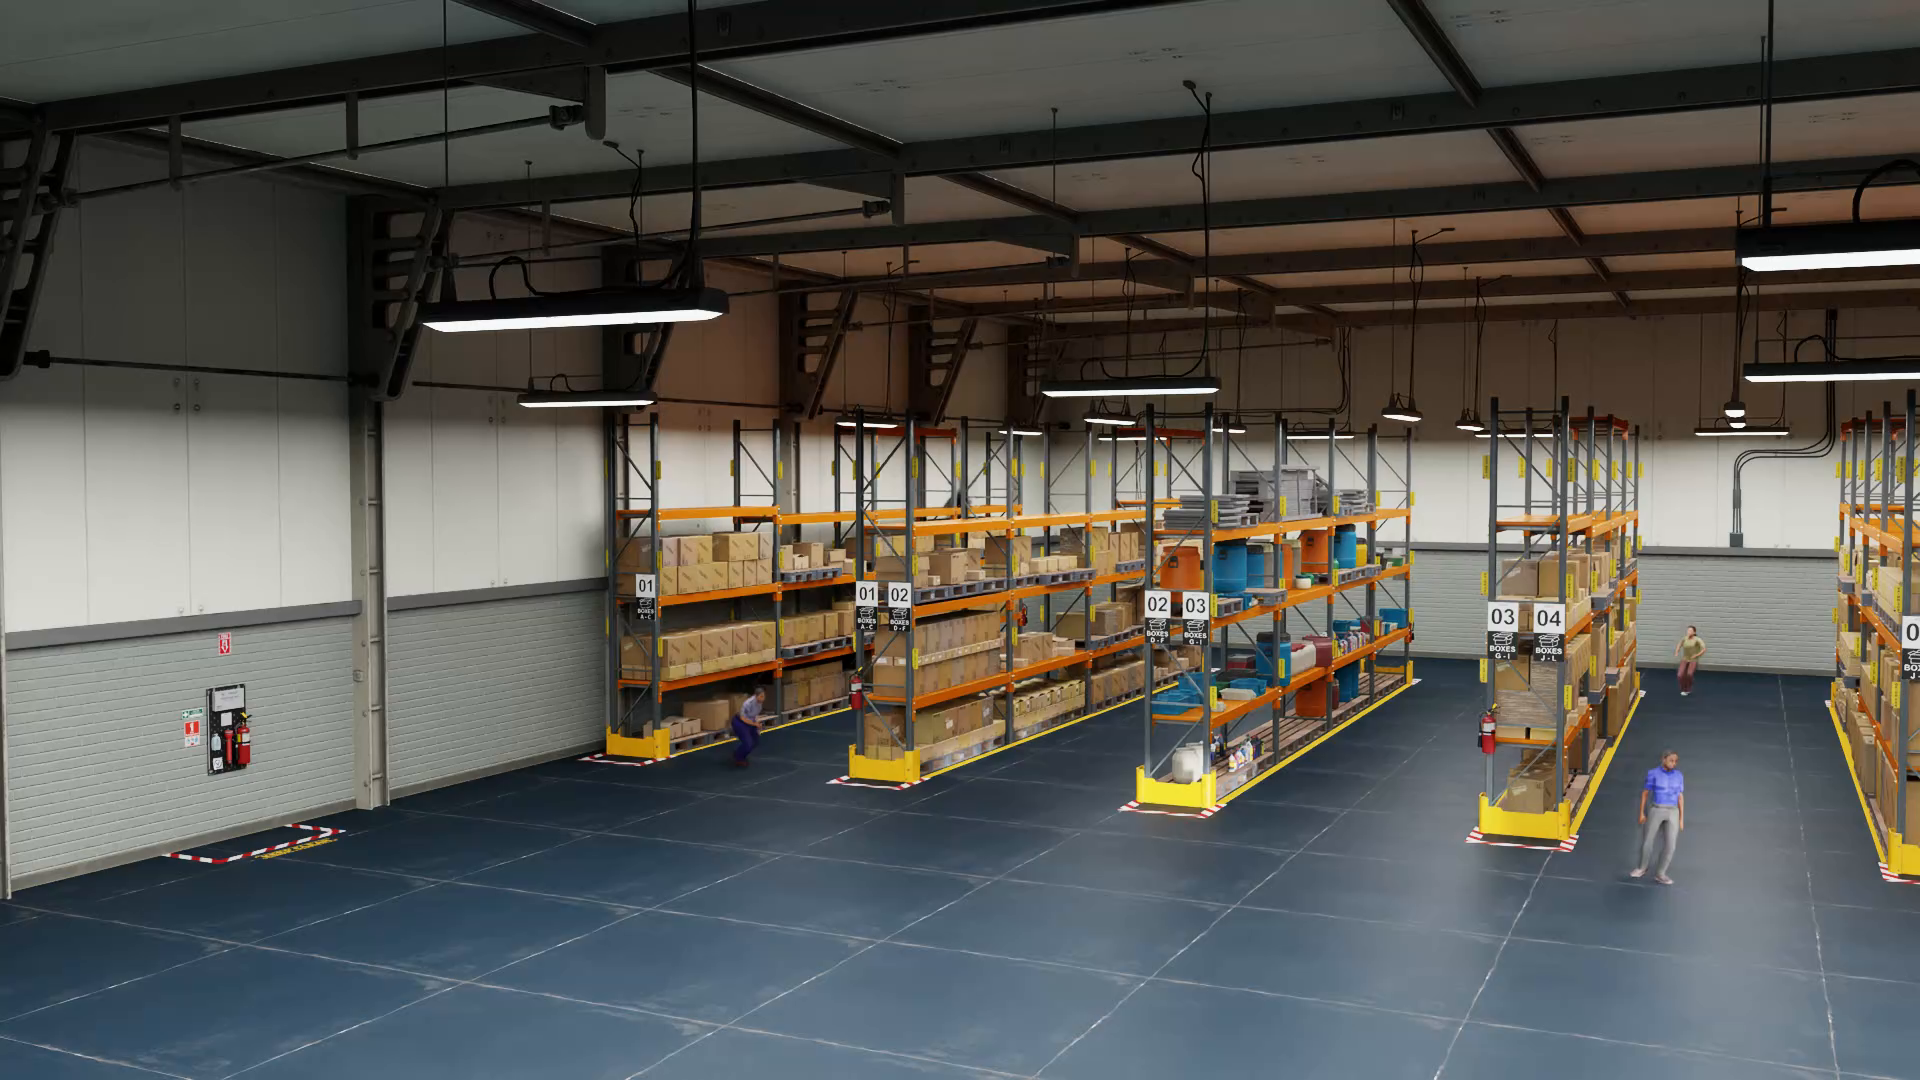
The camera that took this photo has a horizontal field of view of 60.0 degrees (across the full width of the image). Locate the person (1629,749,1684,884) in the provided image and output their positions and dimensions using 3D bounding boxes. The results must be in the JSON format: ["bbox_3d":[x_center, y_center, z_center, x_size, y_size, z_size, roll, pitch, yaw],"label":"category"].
[{"bbox_3d":[8.462,3.329,20.190,0.579,1.635,0.448,0,2,3],"label":"person"}]

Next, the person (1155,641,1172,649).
[{"bbox_3d":[5.195,2.343,42.532,0.766,1.747,0.779,1,2,16],"label":"person"}]

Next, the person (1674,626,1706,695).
[{"bbox_3d":[16.207,2.682,36.894,0.650,1.578,0.525,2,3,41],"label":"person"}]

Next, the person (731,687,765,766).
[{"bbox_3d":[-3.590,3.146,28.083,0.844,1.382,0.641,1,3,27],"label":"person"}]
